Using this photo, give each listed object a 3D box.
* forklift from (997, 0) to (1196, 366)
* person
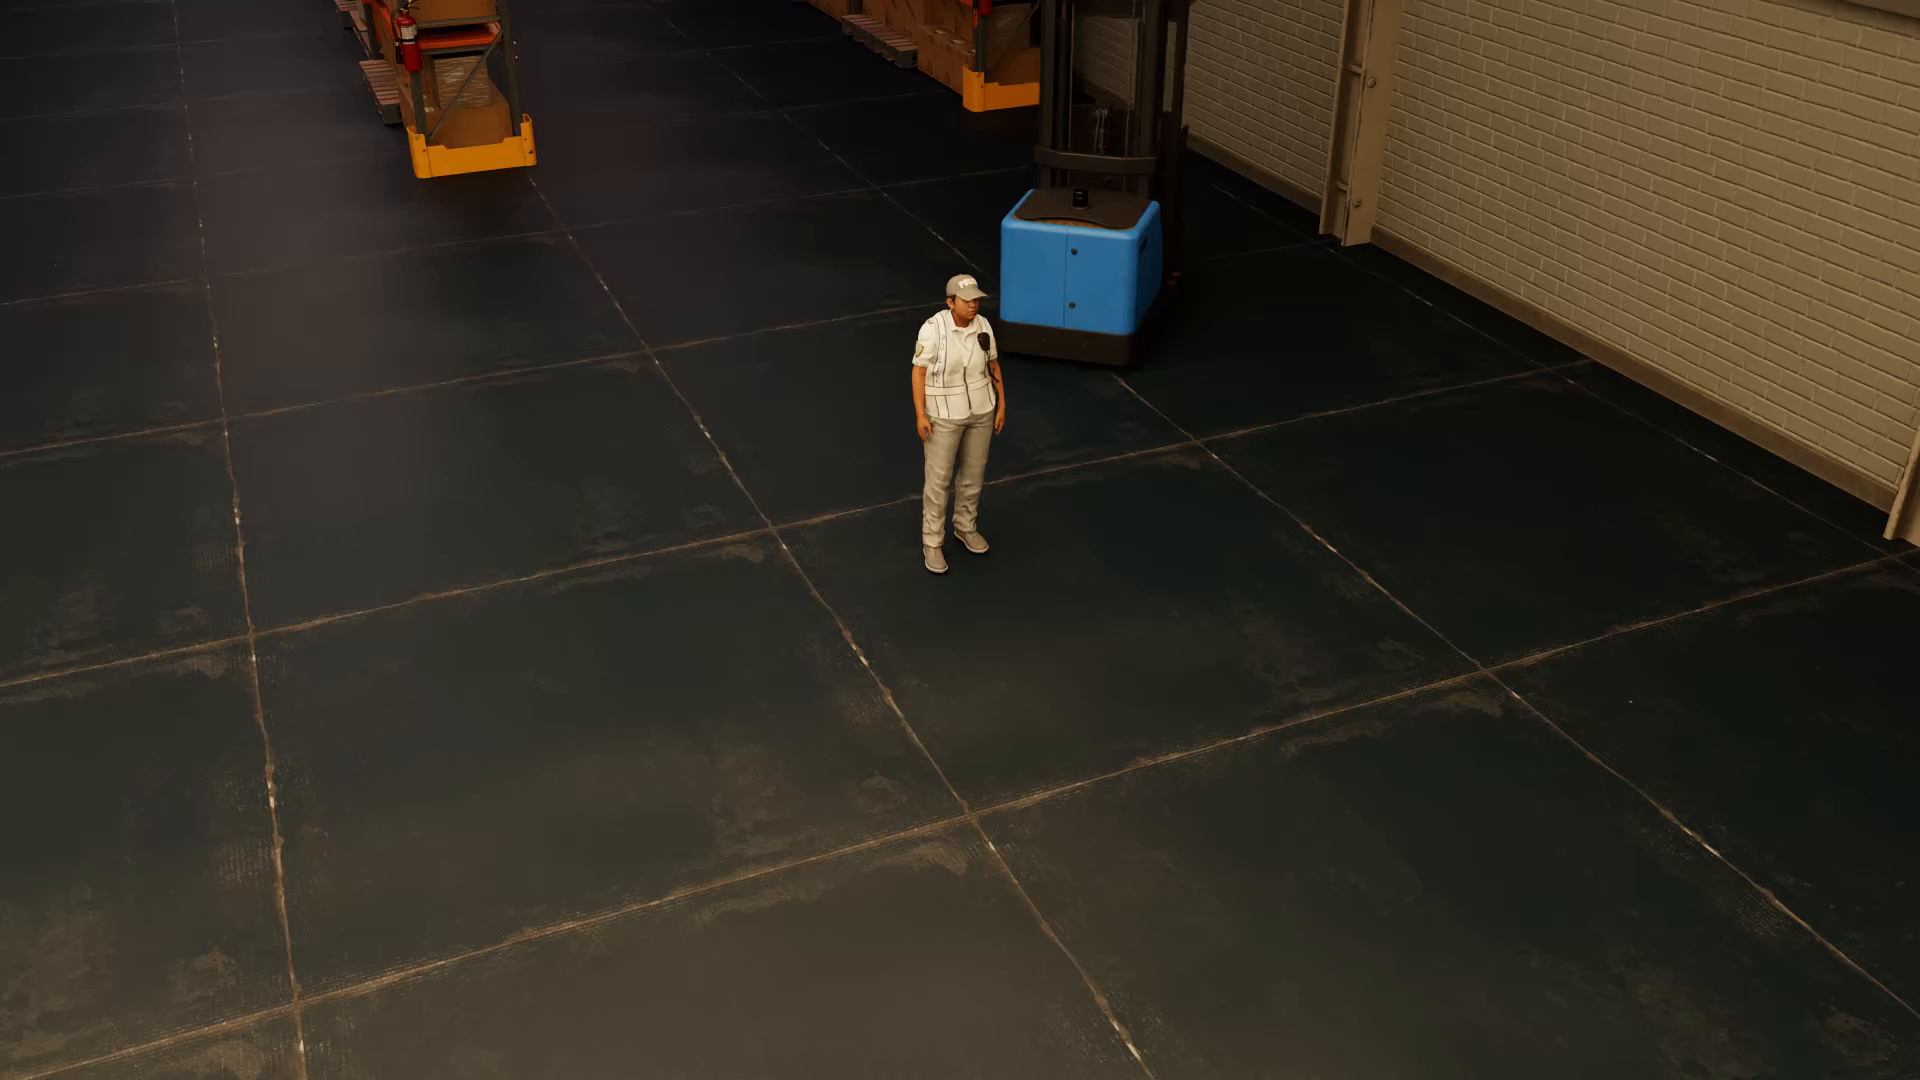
[{"bbox_3d":[1.208,-3.261,12.823,1.130,2.935,3.031,9,31,15],"label":"forklift"},{"bbox_3d":[0.010,-0.690,9.587,0.598,1.670,0.529,-12,32,-20],"label":"person"}]
